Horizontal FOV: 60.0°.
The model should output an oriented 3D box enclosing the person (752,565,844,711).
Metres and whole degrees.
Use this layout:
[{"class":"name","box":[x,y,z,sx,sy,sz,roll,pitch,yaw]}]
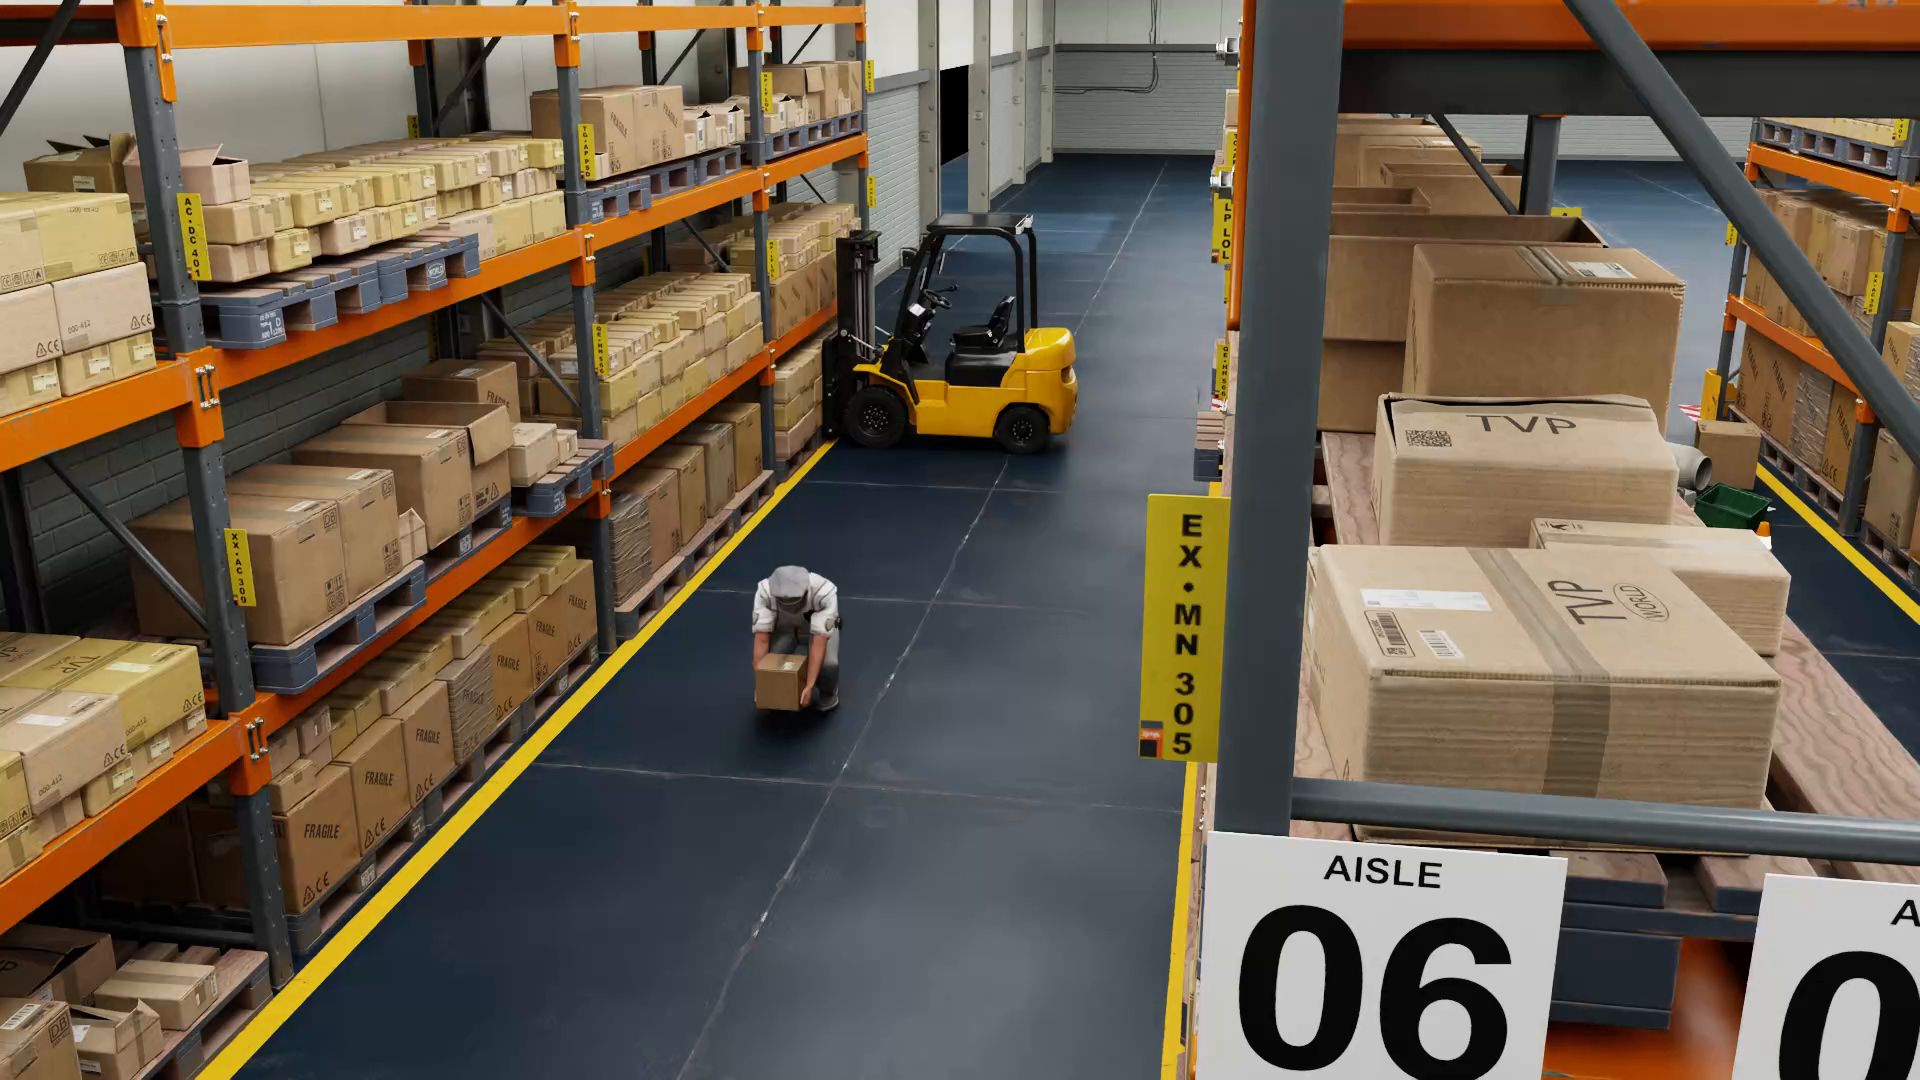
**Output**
[{"class":"person","box":[-0.978,0.555,10.024,0.533,1.025,0.917,2,18,7]}]
